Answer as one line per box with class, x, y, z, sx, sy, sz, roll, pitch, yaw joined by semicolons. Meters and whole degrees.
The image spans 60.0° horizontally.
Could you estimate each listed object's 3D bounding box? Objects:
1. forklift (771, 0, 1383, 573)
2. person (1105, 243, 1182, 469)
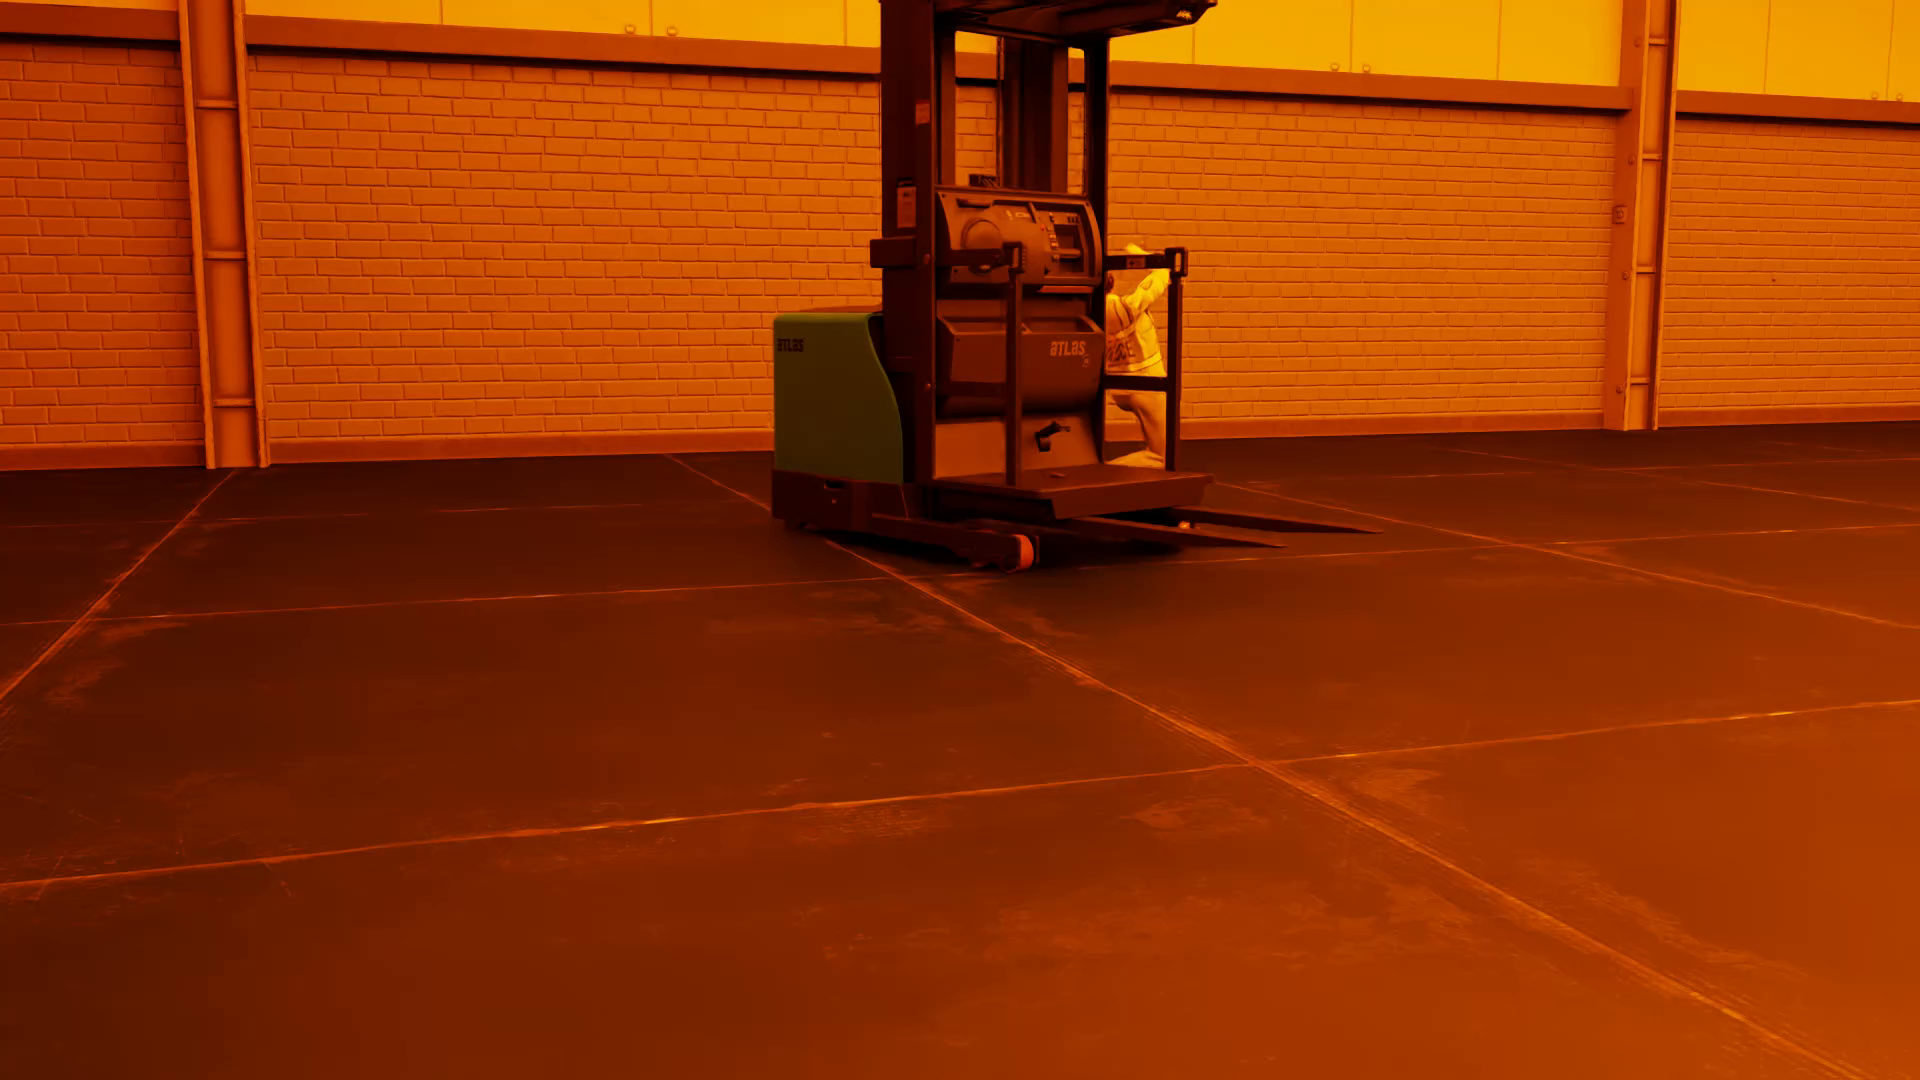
forklift;0.417;-1.391;7.277;1.130;2.935;3.031;-7;10;-41
person;0.875;-0.963;9.656;0.829;1.494;1.002;-5;9;-32
